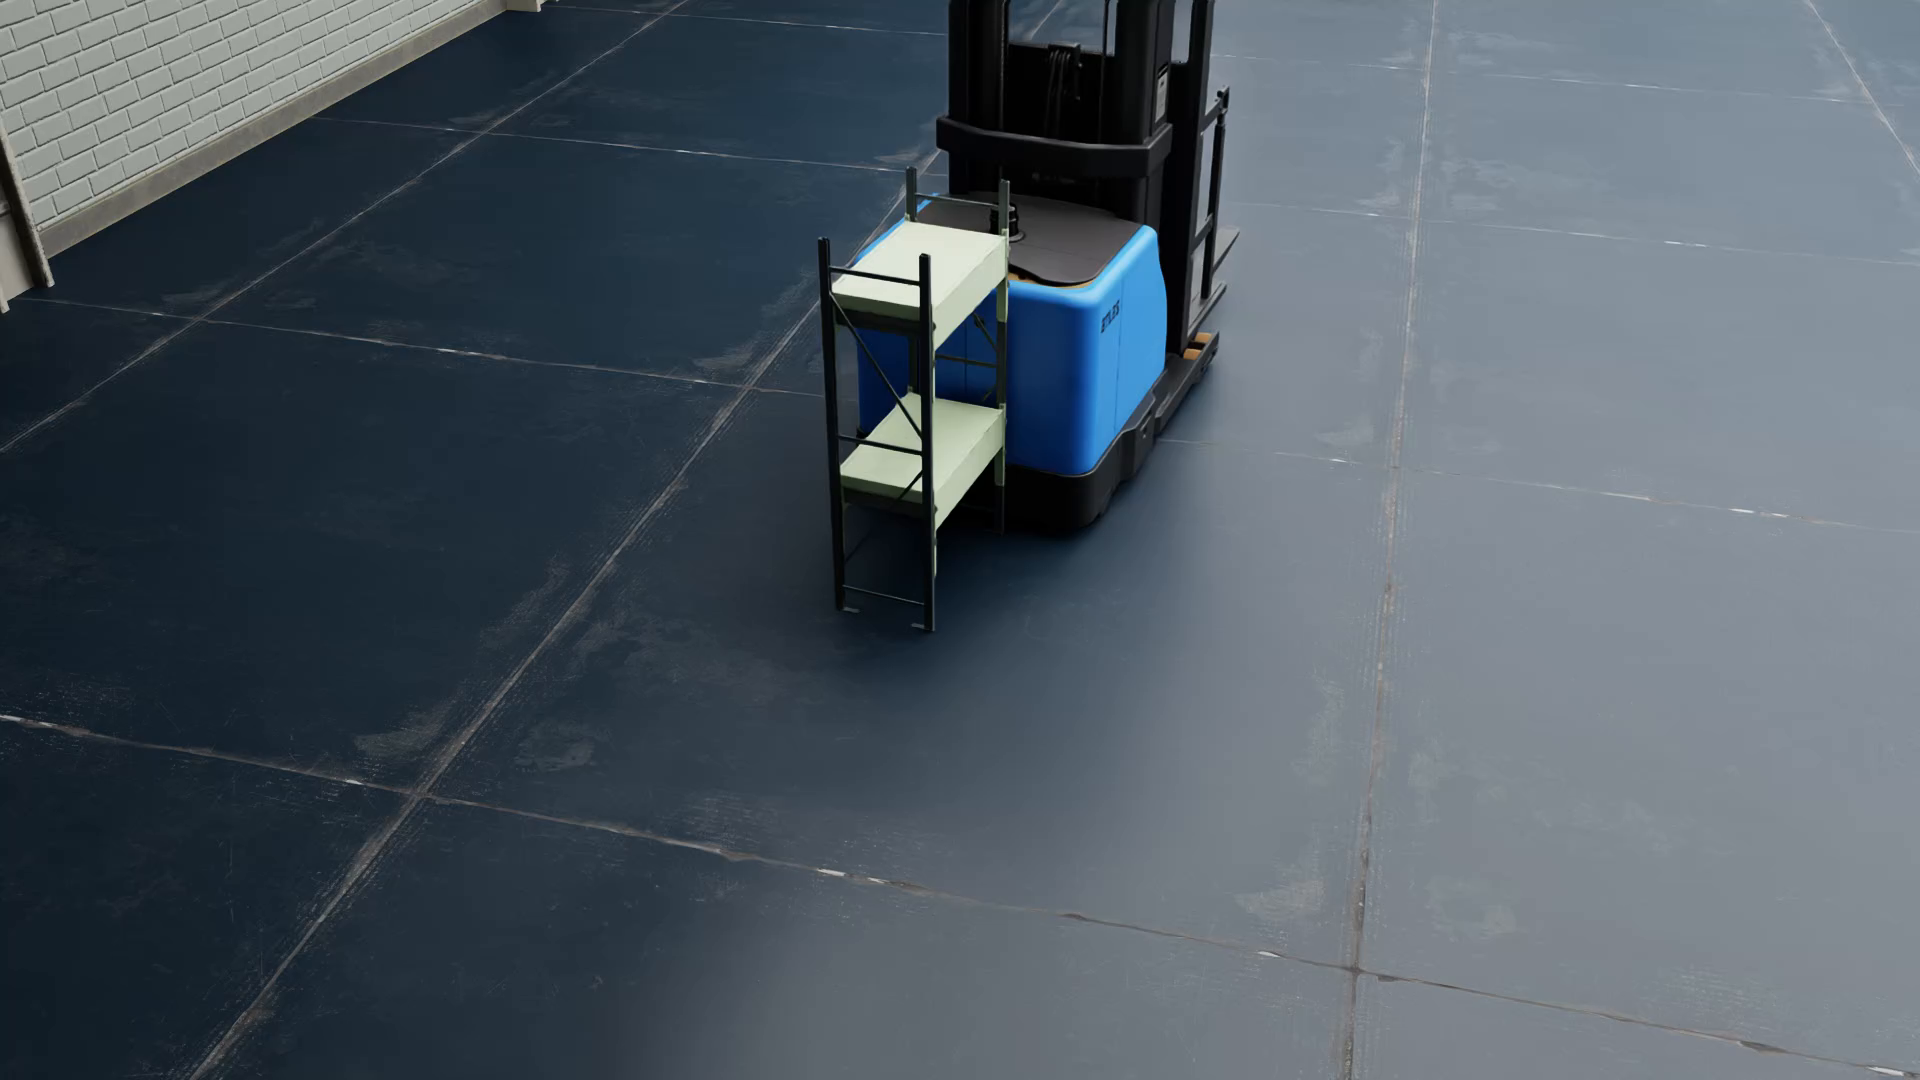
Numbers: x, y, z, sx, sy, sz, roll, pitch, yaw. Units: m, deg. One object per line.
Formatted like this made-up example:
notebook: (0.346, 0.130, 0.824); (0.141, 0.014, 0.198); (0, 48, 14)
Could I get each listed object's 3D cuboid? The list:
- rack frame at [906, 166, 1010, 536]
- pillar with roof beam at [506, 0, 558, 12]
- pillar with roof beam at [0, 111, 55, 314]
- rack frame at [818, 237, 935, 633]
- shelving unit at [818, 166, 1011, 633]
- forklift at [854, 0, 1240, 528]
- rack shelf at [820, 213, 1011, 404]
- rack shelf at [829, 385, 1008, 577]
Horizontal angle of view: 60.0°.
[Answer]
rack frame: (-0.010, -0.696, 6.447); (0.400, 1.500, 0.023); (12, 34, 18)
pillar with roof beam: (0.640, -7.618, 10.346); (9.100, 9.000, 0.400); (8, 33, 12)
pillar with roof beam: (-0.882, -4.505, 5.448); (9.100, 9.000, 0.400); (8, 33, 12)
rack frame: (-0.283, -0.332, 5.875); (0.400, 1.500, 0.023); (12, 34, 18)
shelving unit: (-0.147, -0.514, 6.161); (0.431, 1.500, 0.755); (12, 34, 18)
forklift: (0.610, -2.063, 7.263); (1.130, 2.935, 3.031); (13, 35, 19)
rack shelf: (-0.147, -0.844, 5.952); (0.431, 0.370, 0.720); (12, 34, 18)
rack shelf: (-0.147, -0.239, 6.336); (0.431, 0.370, 0.720); (12, 34, 18)
